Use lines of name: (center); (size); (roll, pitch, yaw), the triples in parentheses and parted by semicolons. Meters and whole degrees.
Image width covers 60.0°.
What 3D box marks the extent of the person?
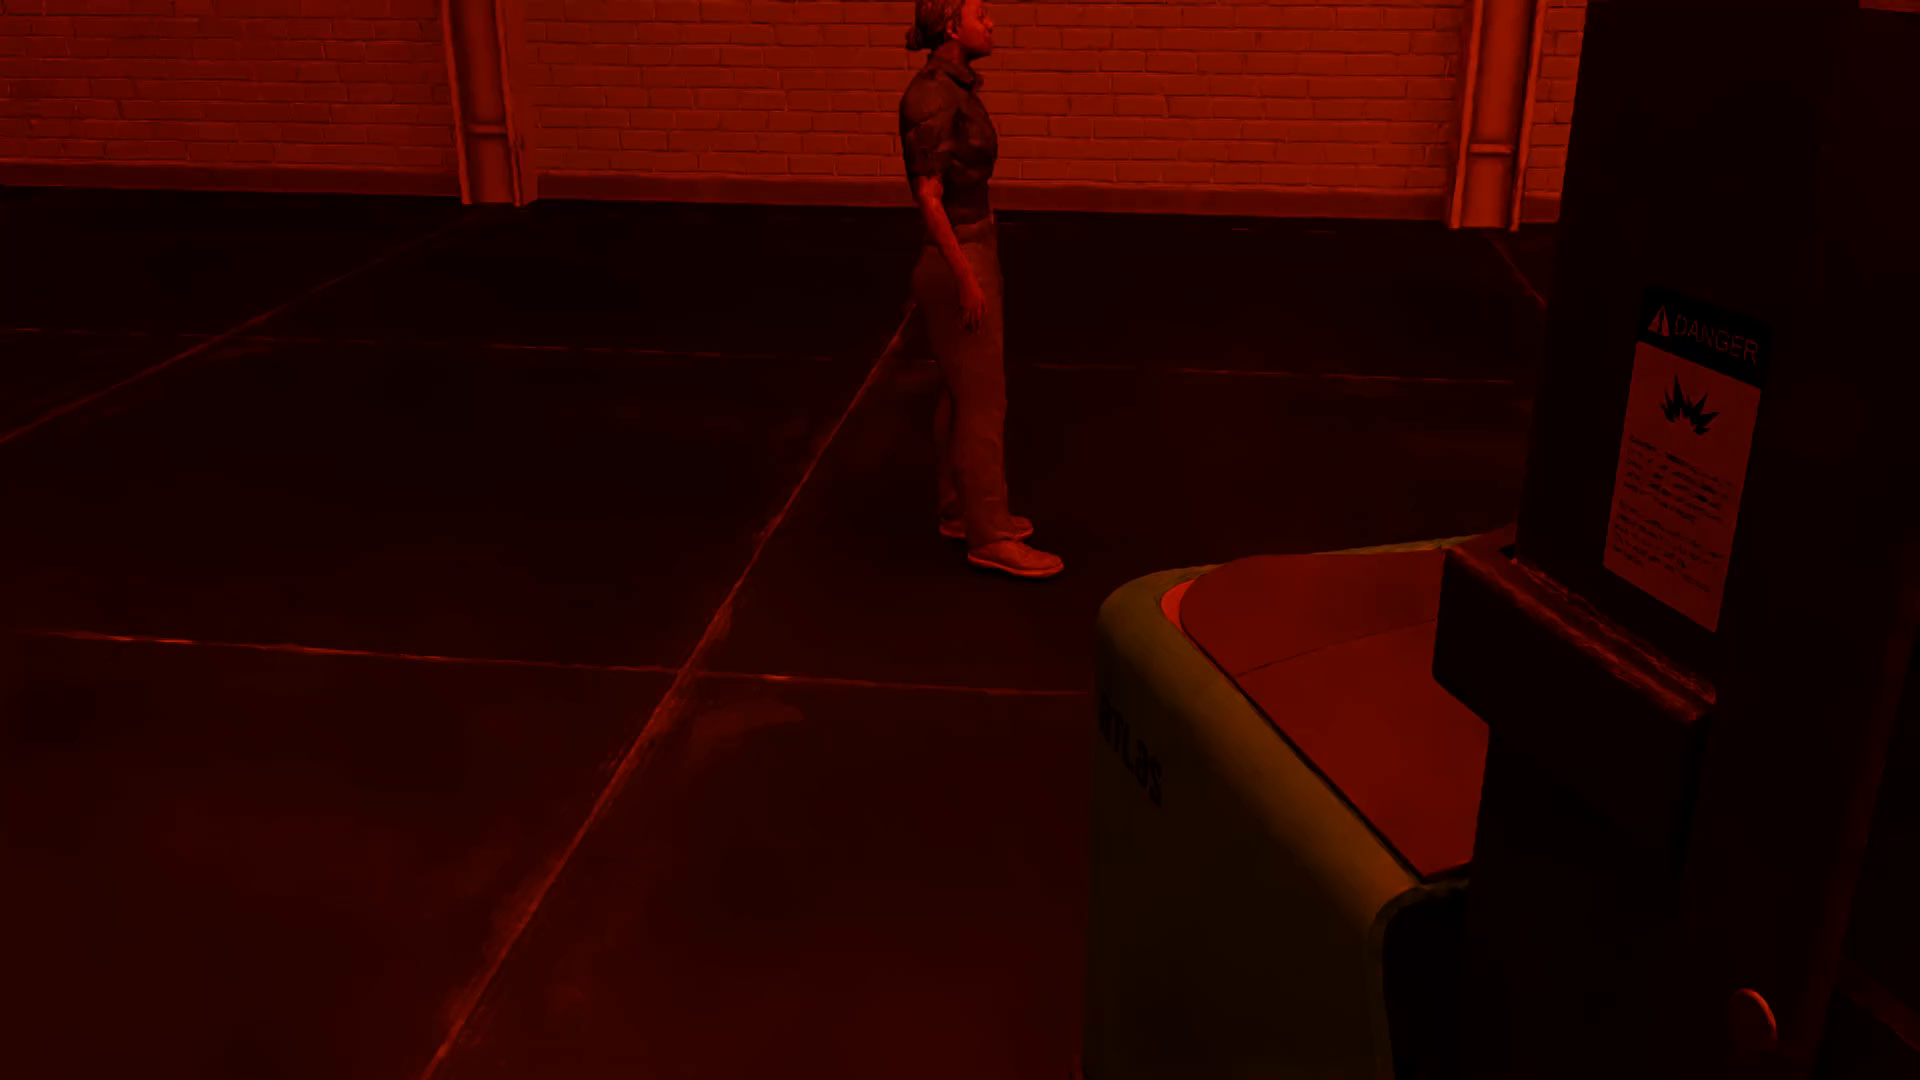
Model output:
person: (0.085, -0.763, 4.837); (0.503, 1.654, 0.570); (3, 22, 7)

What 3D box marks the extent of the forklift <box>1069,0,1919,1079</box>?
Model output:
forklift: (1.052, 0.162, 0.851); (1.130, 2.935, 3.031); (-6, 23, -15)
